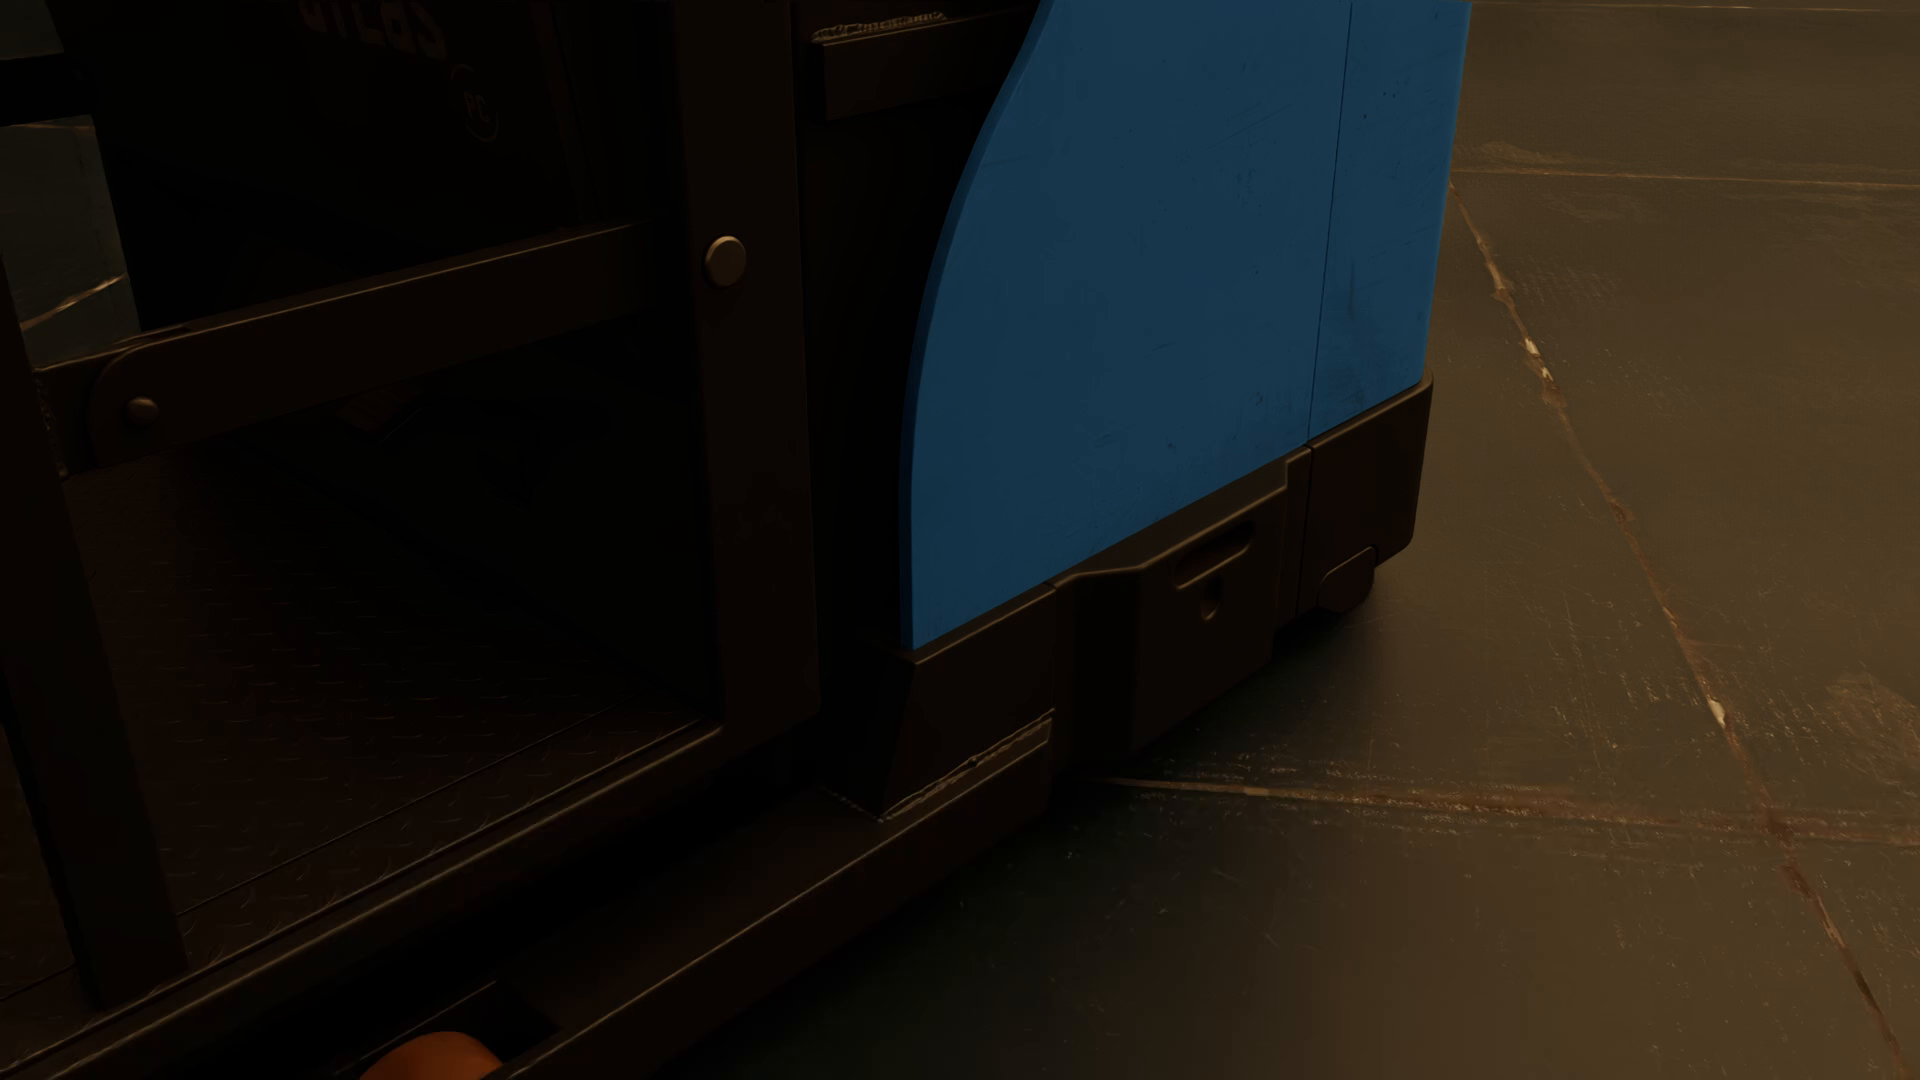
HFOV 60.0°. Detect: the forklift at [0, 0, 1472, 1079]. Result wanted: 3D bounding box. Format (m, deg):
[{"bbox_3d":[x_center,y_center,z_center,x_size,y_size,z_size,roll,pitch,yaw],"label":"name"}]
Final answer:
[{"bbox_3d":[-0.729,-0.934,1.088,1.130,2.935,3.031,23,34,38],"label":"forklift"}]
